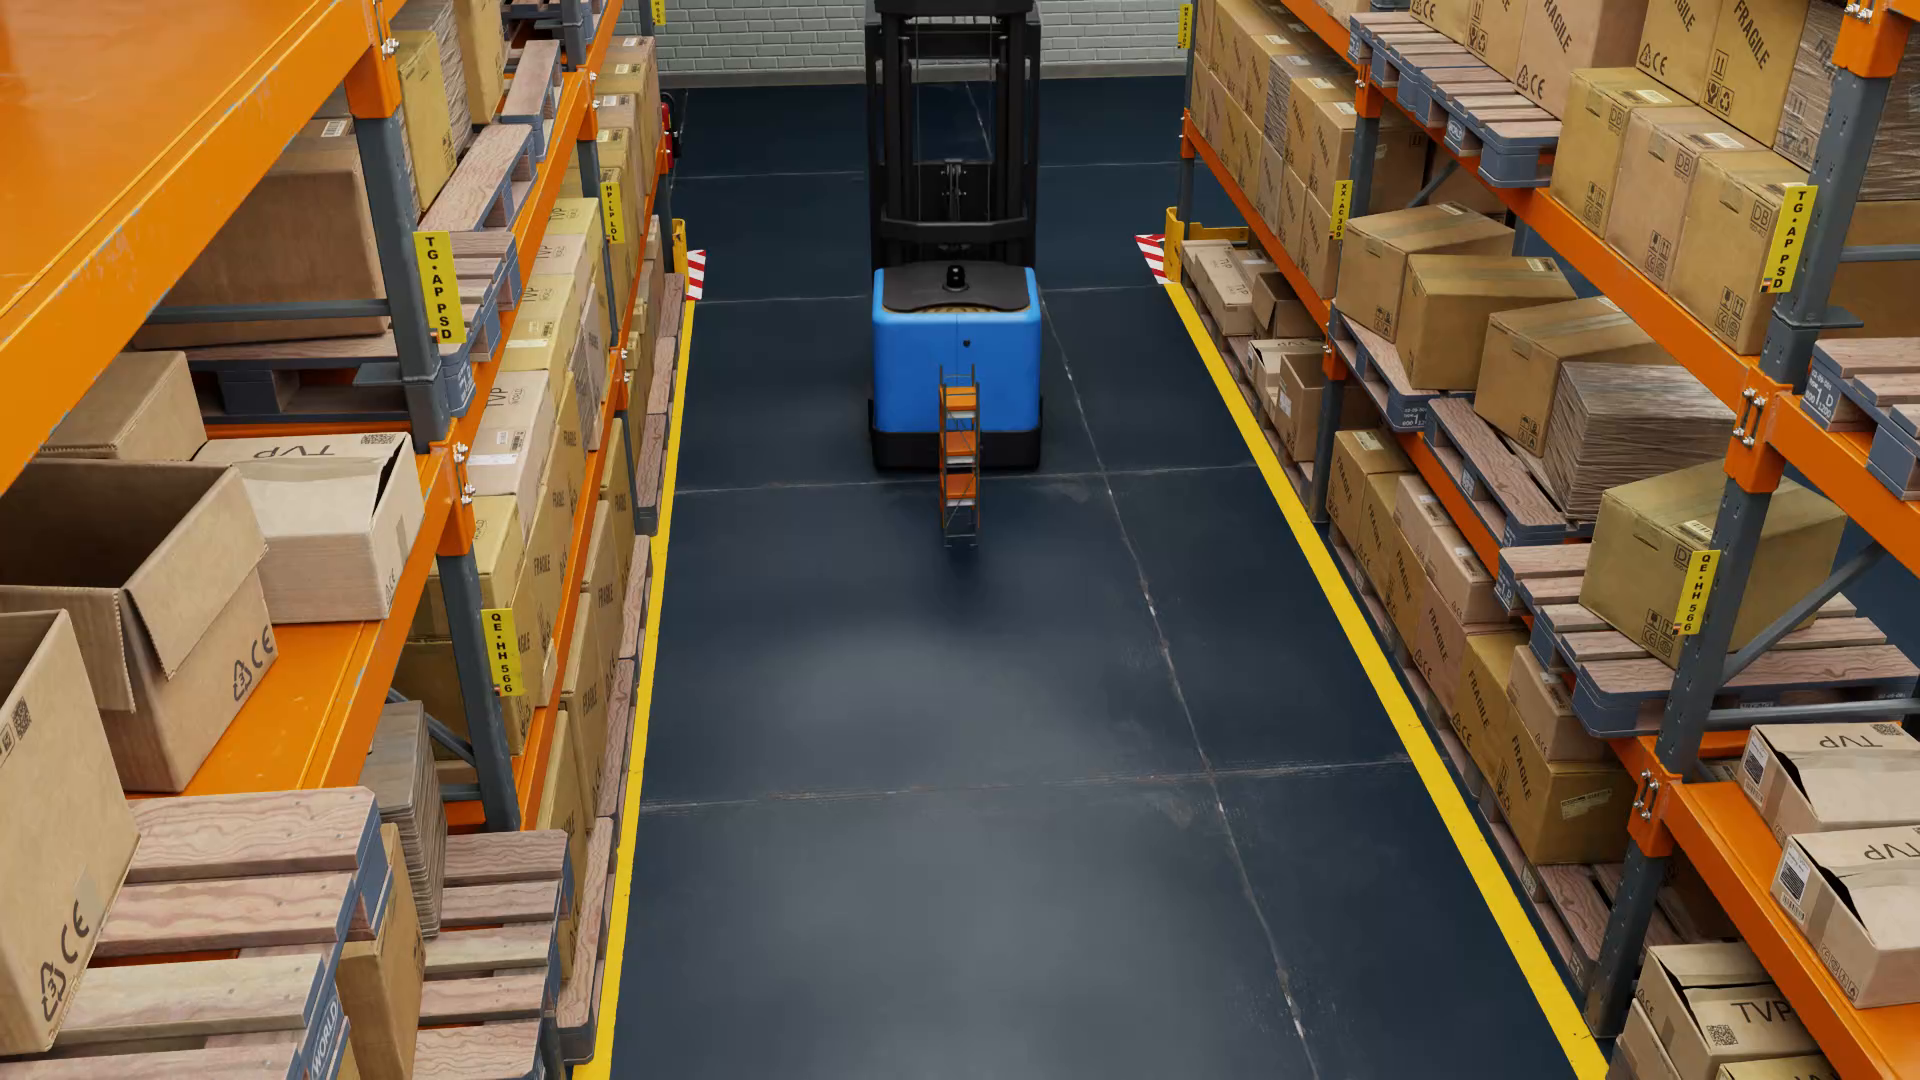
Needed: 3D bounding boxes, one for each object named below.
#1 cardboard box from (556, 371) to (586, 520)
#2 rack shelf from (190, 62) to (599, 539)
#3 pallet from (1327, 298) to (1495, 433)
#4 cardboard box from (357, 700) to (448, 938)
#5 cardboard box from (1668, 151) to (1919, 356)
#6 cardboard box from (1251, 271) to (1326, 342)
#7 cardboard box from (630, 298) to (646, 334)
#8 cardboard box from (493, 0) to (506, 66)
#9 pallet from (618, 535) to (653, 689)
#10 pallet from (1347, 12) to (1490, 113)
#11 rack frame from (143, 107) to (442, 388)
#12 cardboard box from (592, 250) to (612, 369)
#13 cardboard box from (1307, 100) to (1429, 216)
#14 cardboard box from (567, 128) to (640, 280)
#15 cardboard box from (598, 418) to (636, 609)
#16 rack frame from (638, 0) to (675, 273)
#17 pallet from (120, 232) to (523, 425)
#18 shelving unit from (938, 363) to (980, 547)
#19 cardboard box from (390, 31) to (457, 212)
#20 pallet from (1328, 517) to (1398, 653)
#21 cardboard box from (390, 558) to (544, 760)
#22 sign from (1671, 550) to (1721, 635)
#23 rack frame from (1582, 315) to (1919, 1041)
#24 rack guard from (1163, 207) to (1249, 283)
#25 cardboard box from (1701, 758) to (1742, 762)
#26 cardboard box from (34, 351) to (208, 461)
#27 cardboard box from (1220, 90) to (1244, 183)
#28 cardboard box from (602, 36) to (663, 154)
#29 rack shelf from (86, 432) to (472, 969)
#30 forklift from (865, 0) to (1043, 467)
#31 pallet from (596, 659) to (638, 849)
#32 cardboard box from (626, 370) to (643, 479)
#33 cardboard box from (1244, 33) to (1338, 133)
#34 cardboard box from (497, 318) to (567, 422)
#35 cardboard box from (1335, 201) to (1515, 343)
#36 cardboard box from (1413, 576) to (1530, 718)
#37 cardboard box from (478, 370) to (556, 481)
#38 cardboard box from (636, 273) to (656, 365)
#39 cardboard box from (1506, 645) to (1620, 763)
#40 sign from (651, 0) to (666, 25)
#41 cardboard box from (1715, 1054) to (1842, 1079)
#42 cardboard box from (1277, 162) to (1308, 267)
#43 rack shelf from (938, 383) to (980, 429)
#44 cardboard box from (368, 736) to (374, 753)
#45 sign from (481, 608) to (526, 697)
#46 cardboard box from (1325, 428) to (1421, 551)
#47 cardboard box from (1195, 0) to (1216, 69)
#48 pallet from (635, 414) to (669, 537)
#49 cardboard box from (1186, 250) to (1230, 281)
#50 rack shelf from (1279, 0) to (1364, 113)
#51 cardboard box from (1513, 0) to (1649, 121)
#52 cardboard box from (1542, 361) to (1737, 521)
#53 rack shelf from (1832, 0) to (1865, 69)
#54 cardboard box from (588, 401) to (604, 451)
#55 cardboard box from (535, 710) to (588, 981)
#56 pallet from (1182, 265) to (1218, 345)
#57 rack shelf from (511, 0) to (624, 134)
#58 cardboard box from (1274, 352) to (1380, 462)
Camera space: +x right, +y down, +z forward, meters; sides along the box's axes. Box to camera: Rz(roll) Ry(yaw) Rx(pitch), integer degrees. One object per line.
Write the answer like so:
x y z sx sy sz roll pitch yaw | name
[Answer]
-1.897 -0.379 7.053 0.500 0.500 0.500 -2 31 -3 | cardboard box
-2.152 -1.153 6.532 1.077 0.370 4.000 -3 31 -5 | rack shelf
2.559 -0.939 8.584 1.003 0.211 1.213 -3 31 -5 | pallet
-1.911 0.855 4.868 0.700 0.500 0.500 -6 31 -10 | cardboard box
2.892 -0.944 5.383 0.910 0.500 0.500 -3 31 -5 | cardboard box
2.412 -1.511 11.359 0.797 0.503 0.637 -3 31 -5 | cardboard box
-2.206 -1.418 10.594 0.380 0.149 0.250 -4 31 -6 | cardboard box
-2.366 -2.260 7.157 0.700 0.500 0.500 -4 31 -7 | cardboard box
-2.191 0.392 8.888 1.003 0.211 1.213 -3 31 -5 | pallet
2.584 -2.305 7.943 1.213 0.211 1.003 -3 31 -5 | pallet
-1.965 -1.729 3.869 1.000 3.000 0.127 -3 31 -5 | rack frame
-2.045 -1.151 8.345 0.500 0.500 0.500 -3 31 -5 | cardboard box
2.288 -2.152 9.356 0.500 0.500 0.500 -3 31 -4 | cardboard box
-2.436 -1.975 9.838 0.980 0.700 0.700 -4 31 -6 | cardboard box
-2.148 -0.127 8.724 0.750 0.750 0.750 -2 31 -4 | cardboard box
-2.712 -3.238 12.245 1.000 3.000 0.127 -3 31 -5 | rack frame
-2.078 -0.686 5.232 1.213 0.211 1.003 -1 31 -2 | pallet
-0.005 -0.478 9.527 0.215 1.050 0.252 -3 31 -5 | shelving unit
-2.208 -1.469 5.832 0.700 0.500 0.500 -1 31 -2 | cardboard box
2.707 0.176 9.249 1.003 0.211 1.213 -3 31 -5 | pallet
-1.755 0.407 5.736 0.500 0.500 0.500 -2 31 -3 | cardboard box
2.427 0.175 5.479 0.100 0.325 0.005 -3 31 -5 | sign
2.967 0.608 5.808 1.000 3.000 0.127 -3 31 -5 | rack frame
2.226 -2.365 13.222 1.175 0.500 0.348 -3 31 -5 | rack guard
3.154 0.979 7.195 0.500 0.500 0.500 -4 31 -6 | cardboard box
-2.127 -0.114 3.973 0.500 0.500 0.500 -3 31 -5 | cardboard box
2.096 -2.761 11.350 0.500 0.500 0.500 -3 31 -5 | cardboard box
-2.655 -3.106 11.733 0.980 0.700 0.700 -1 31 -2 | cardboard box
-1.778 0.889 3.113 1.077 0.370 4.000 -3 31 -5 | rack shelf
-0.050 -2.433 10.965 1.130 2.935 3.031 -1 31 -1 | forklift
-2.074 1.016 7.842 1.003 0.211 1.213 -3 31 -5 | pallet
-2.306 -0.689 10.007 0.700 0.500 0.500 -2 31 -4 | cardboard box
2.145 -2.928 10.655 0.500 0.500 0.500 -3 31 -5 | cardboard box
-1.906 -0.688 6.839 0.500 0.250 0.500 -3 31 -6 | cardboard box
2.415 -1.405 8.670 0.700 0.500 0.500 -13 33 -21 | cardboard box
2.542 0.494 8.007 0.500 0.500 0.500 -4 31 -6 | cardboard box
-1.852 -0.428 6.403 0.500 0.250 0.500 -3 31 -4 | cardboard box
-2.453 -1.480 11.330 0.700 0.500 0.500 -4 31 -6 | cardboard box
2.636 0.675 6.972 0.500 0.250 0.500 -2 31 -3 | cardboard box
-2.171 -3.855 11.919 0.100 0.325 0.005 -3 31 -5 | sign
2.781 1.916 5.342 0.500 0.311 0.500 -3 31 -6 | cardboard box
2.241 -1.984 10.048 0.500 0.500 0.500 -2 31 -3 | cardboard box
-0.005 -0.713 9.386 0.215 0.259 0.240 -3 31 -5 | rack shelf
-1.903 0.511 4.810 0.380 0.149 0.250 -7 32 -11 | cardboard box
-1.425 0.353 5.182 0.100 0.325 0.005 -3 31 -5 | sign
2.396 -0.292 9.322 0.500 0.500 0.500 -4 31 -7 | cardboard box
1.998 -3.710 11.963 0.500 0.500 0.500 -2 31 -3 | cardboard box
-2.332 -0.390 10.197 1.003 0.211 1.213 -3 31 -5 | pallet
1.940 -2.091 12.660 0.380 0.166 0.250 -3 31 -5 | cardboard box
2.406 -3.435 10.351 1.077 0.370 4.000 -3 31 -5 | rack shelf
2.694 -2.047 6.722 0.600 0.600 0.600 -4 31 -7 | cardboard box
2.900 -0.408 7.001 0.700 0.500 0.500 3 31 5 | cardboard box
2.780 -2.508 6.266 1.077 0.370 4.000 -3 31 -5 | rack shelf
-1.915 -0.543 7.959 0.380 0.149 0.250 -3 31 -5 | cardboard box
-1.903 1.208 6.490 0.750 0.750 0.750 -3 31 -5 | cardboard box
2.302 -1.834 12.614 1.003 0.211 1.213 -3 31 -5 | pallet
-2.525 -3.195 9.951 1.077 0.370 4.000 -3 31 -5 | rack shelf
2.257 -0.828 10.219 0.500 0.500 0.500 -3 31 -5 | cardboard box
